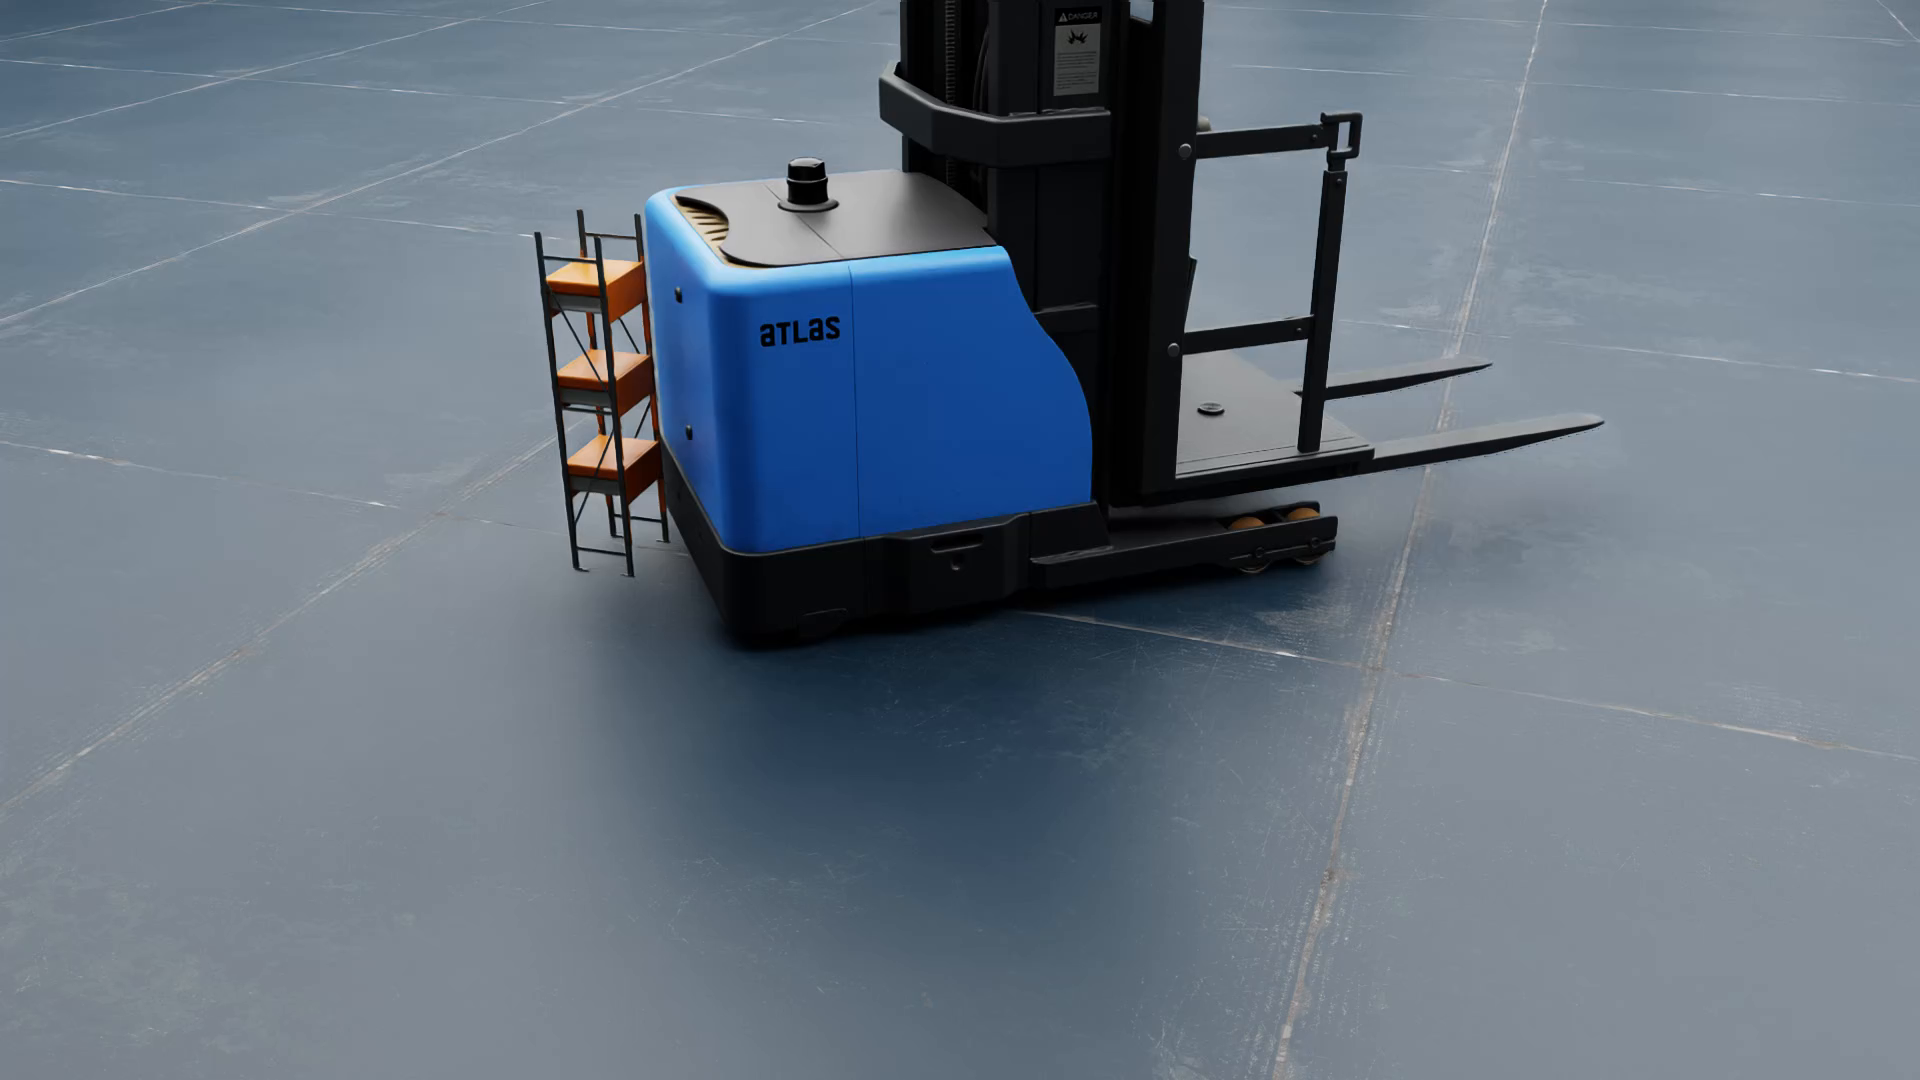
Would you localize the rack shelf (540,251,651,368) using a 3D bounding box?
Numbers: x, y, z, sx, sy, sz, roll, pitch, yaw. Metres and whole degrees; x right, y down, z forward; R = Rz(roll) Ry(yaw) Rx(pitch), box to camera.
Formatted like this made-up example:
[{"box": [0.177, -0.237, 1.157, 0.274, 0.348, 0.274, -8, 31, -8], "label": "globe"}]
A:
[{"box": [-1.047, -0.667, 4.795, 0.215, 0.259, 0.240, 7, 27, 15], "label": "rack shelf"}]

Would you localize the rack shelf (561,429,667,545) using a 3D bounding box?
[{"box": [-1.046, -0.163, 5.042, 0.215, 0.259, 0.240, 7, 27, 15], "label": "rack shelf"}]

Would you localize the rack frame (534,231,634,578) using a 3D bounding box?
[{"box": [-1.081, -0.371, 4.810, 0.200, 1.050, 0.008, 7, 27, 15], "label": "rack frame"}]

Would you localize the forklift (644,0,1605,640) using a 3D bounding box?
[{"box": [0.624, -1.425, 4.831, 3.031, 2.935, 1.130, -9, 27, -18], "label": "forklift"}]

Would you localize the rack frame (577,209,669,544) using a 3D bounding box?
[{"box": [-1.012, -0.474, 5.020, 0.200, 1.050, 0.008, 7, 27, 15], "label": "rack frame"}]

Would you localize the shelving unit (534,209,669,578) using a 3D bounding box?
[{"box": [-1.046, -0.422, 4.915, 0.215, 1.050, 0.252, 7, 27, 15], "label": "shelving unit"}]

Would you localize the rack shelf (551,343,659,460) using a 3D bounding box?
[{"box": [-1.046, -0.413, 4.920, 0.215, 0.259, 0.240, 7, 27, 15], "label": "rack shelf"}]
